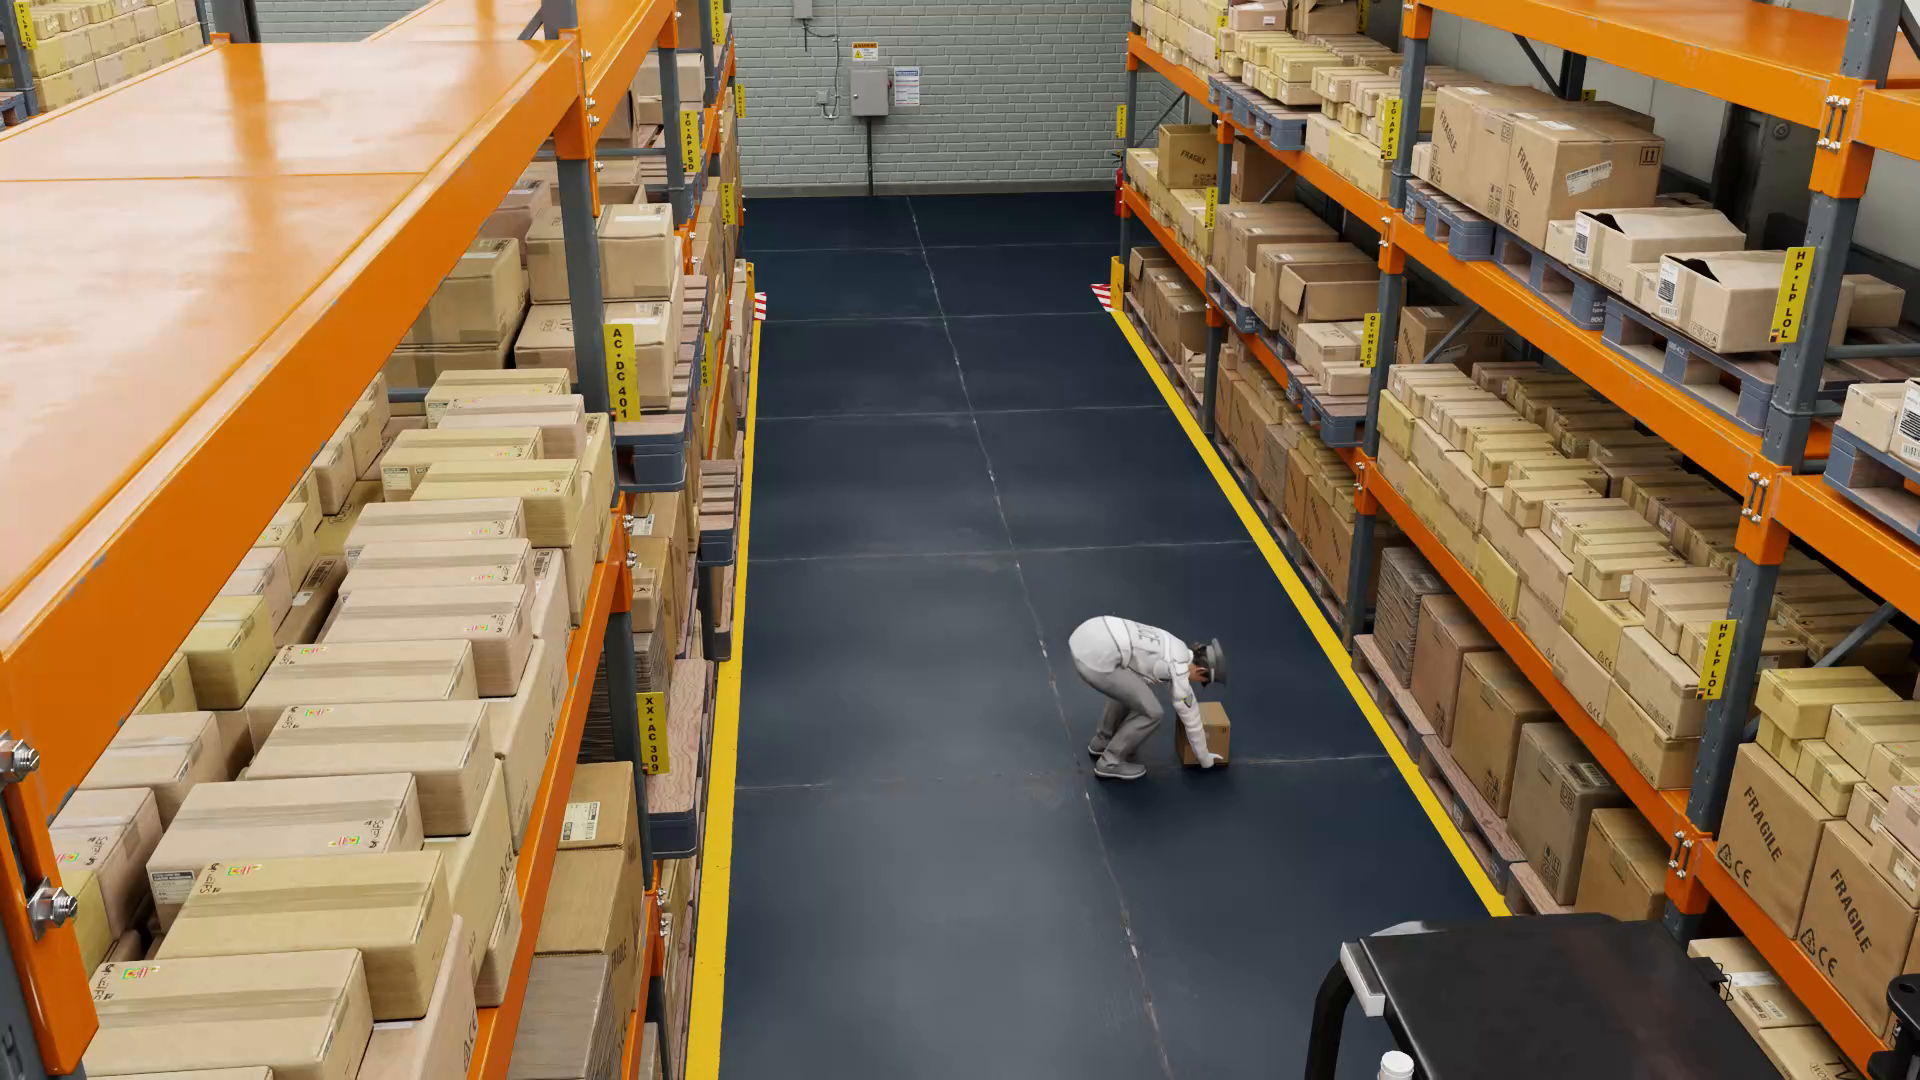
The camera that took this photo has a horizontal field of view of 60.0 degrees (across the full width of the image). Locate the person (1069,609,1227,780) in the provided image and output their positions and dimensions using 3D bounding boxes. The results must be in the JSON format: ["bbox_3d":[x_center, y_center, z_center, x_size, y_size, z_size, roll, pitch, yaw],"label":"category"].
[{"bbox_3d":[1.033,0.840,9.161,0.878,0.889,0.462,-3,24,-8],"label":"person"}]
